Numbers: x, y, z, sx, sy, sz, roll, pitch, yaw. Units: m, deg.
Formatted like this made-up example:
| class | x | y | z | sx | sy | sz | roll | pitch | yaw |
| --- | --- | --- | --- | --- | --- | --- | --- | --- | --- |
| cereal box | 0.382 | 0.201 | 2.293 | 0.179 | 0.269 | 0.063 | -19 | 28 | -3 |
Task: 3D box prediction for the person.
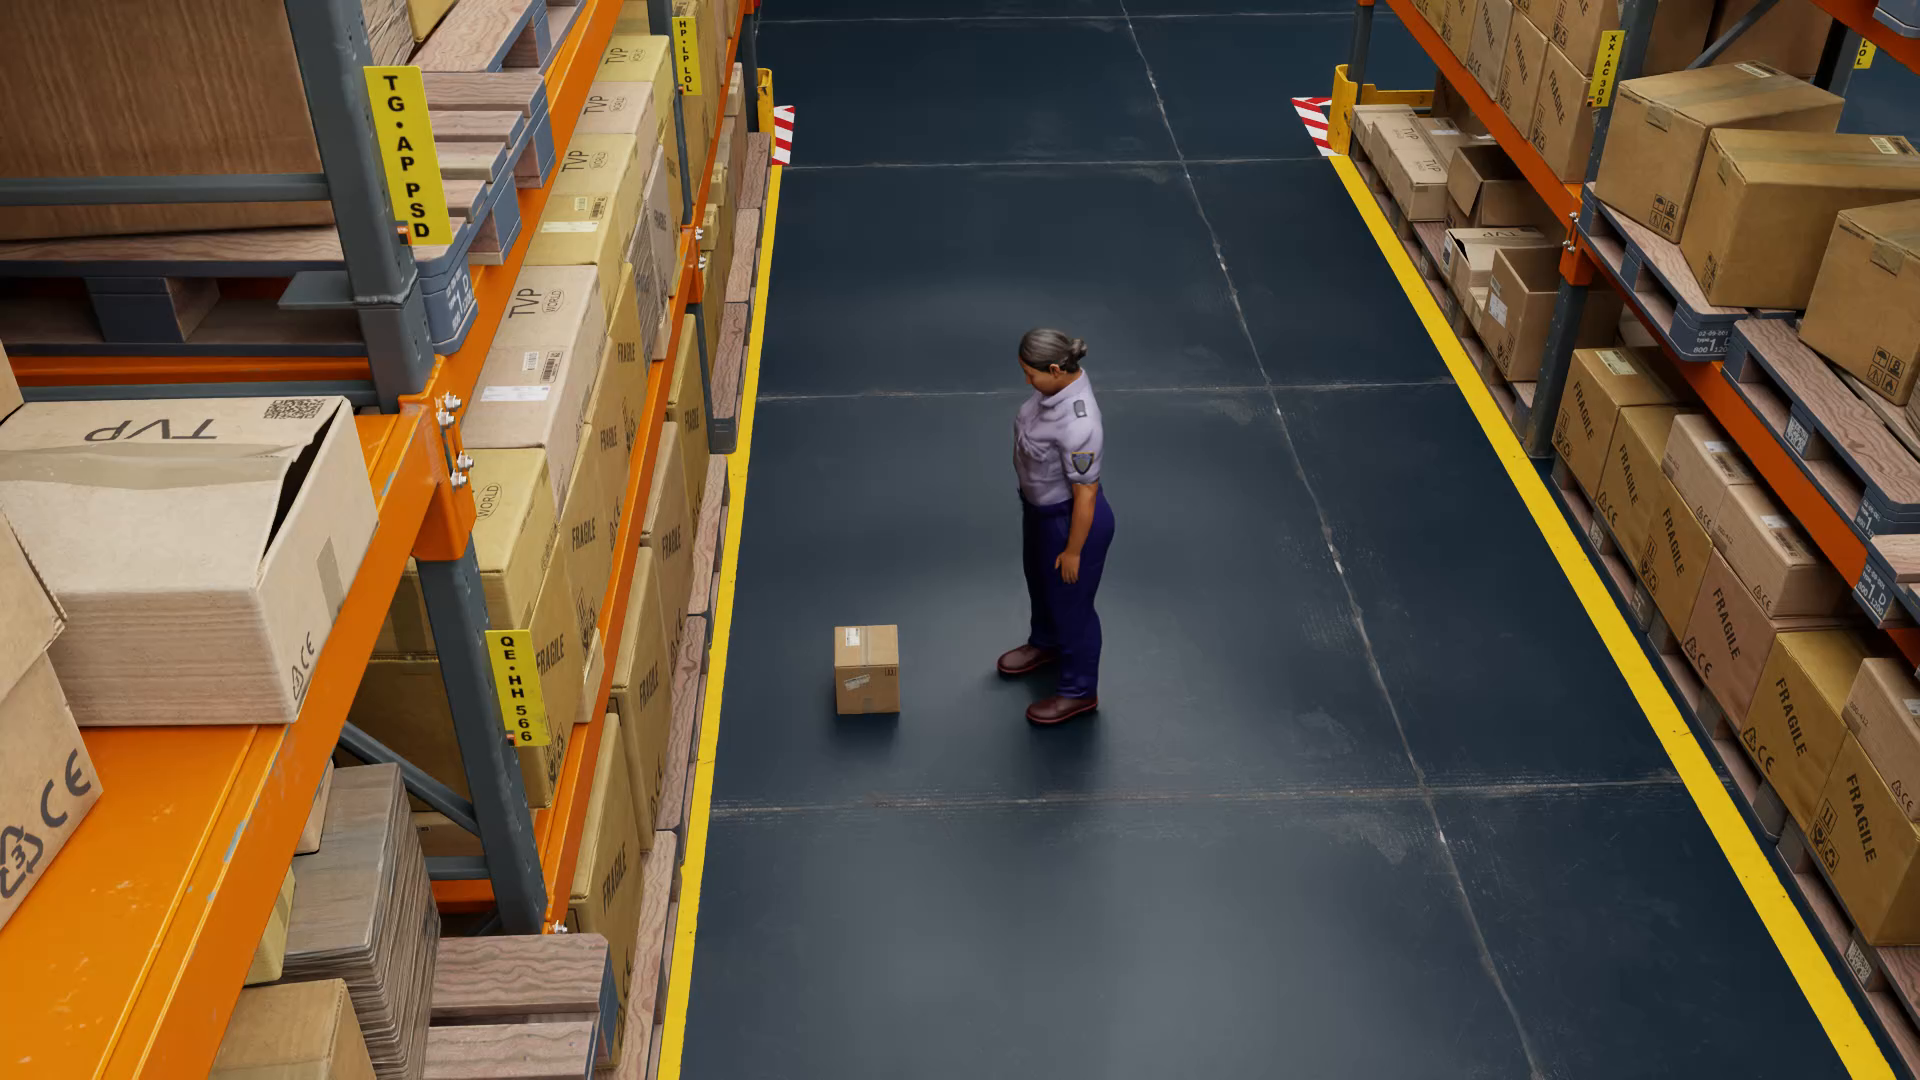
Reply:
| class | x | y | z | sx | sy | sz | roll | pitch | yaw |
| --- | --- | --- | --- | --- | --- | --- | --- | --- | --- |
| person | 0.370 | -0.066 | 6.235 | 0.392 | 1.633 | 0.511 | -5 | 36 | -7 |
